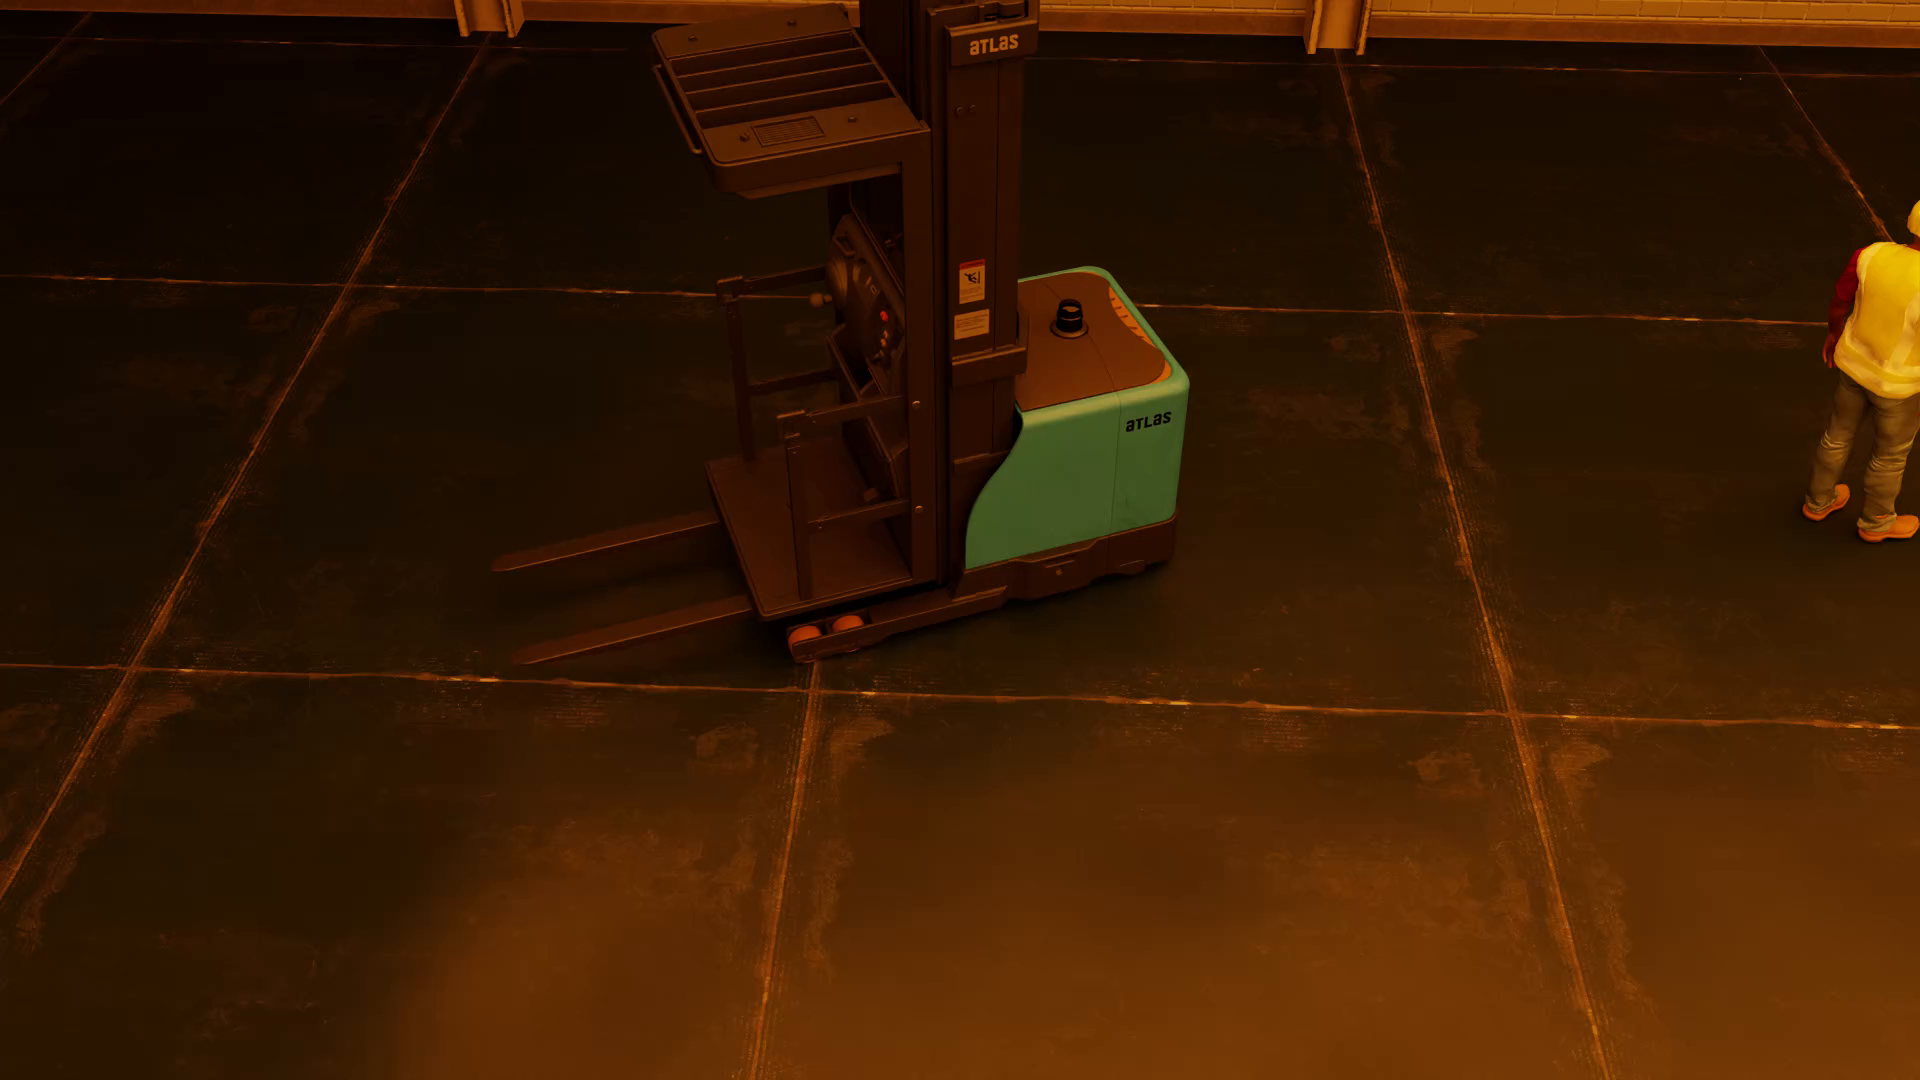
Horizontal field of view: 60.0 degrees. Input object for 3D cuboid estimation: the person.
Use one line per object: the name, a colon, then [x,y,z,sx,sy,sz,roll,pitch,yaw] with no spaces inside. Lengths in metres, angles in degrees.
person: [4.201,-0.789,7.460,0.577,1.766,0.665,-19,46,-20]

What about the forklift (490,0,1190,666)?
forklift: [-0.573,-0.945,6.778,3.031,2.935,1.130,-13,44,-14]
